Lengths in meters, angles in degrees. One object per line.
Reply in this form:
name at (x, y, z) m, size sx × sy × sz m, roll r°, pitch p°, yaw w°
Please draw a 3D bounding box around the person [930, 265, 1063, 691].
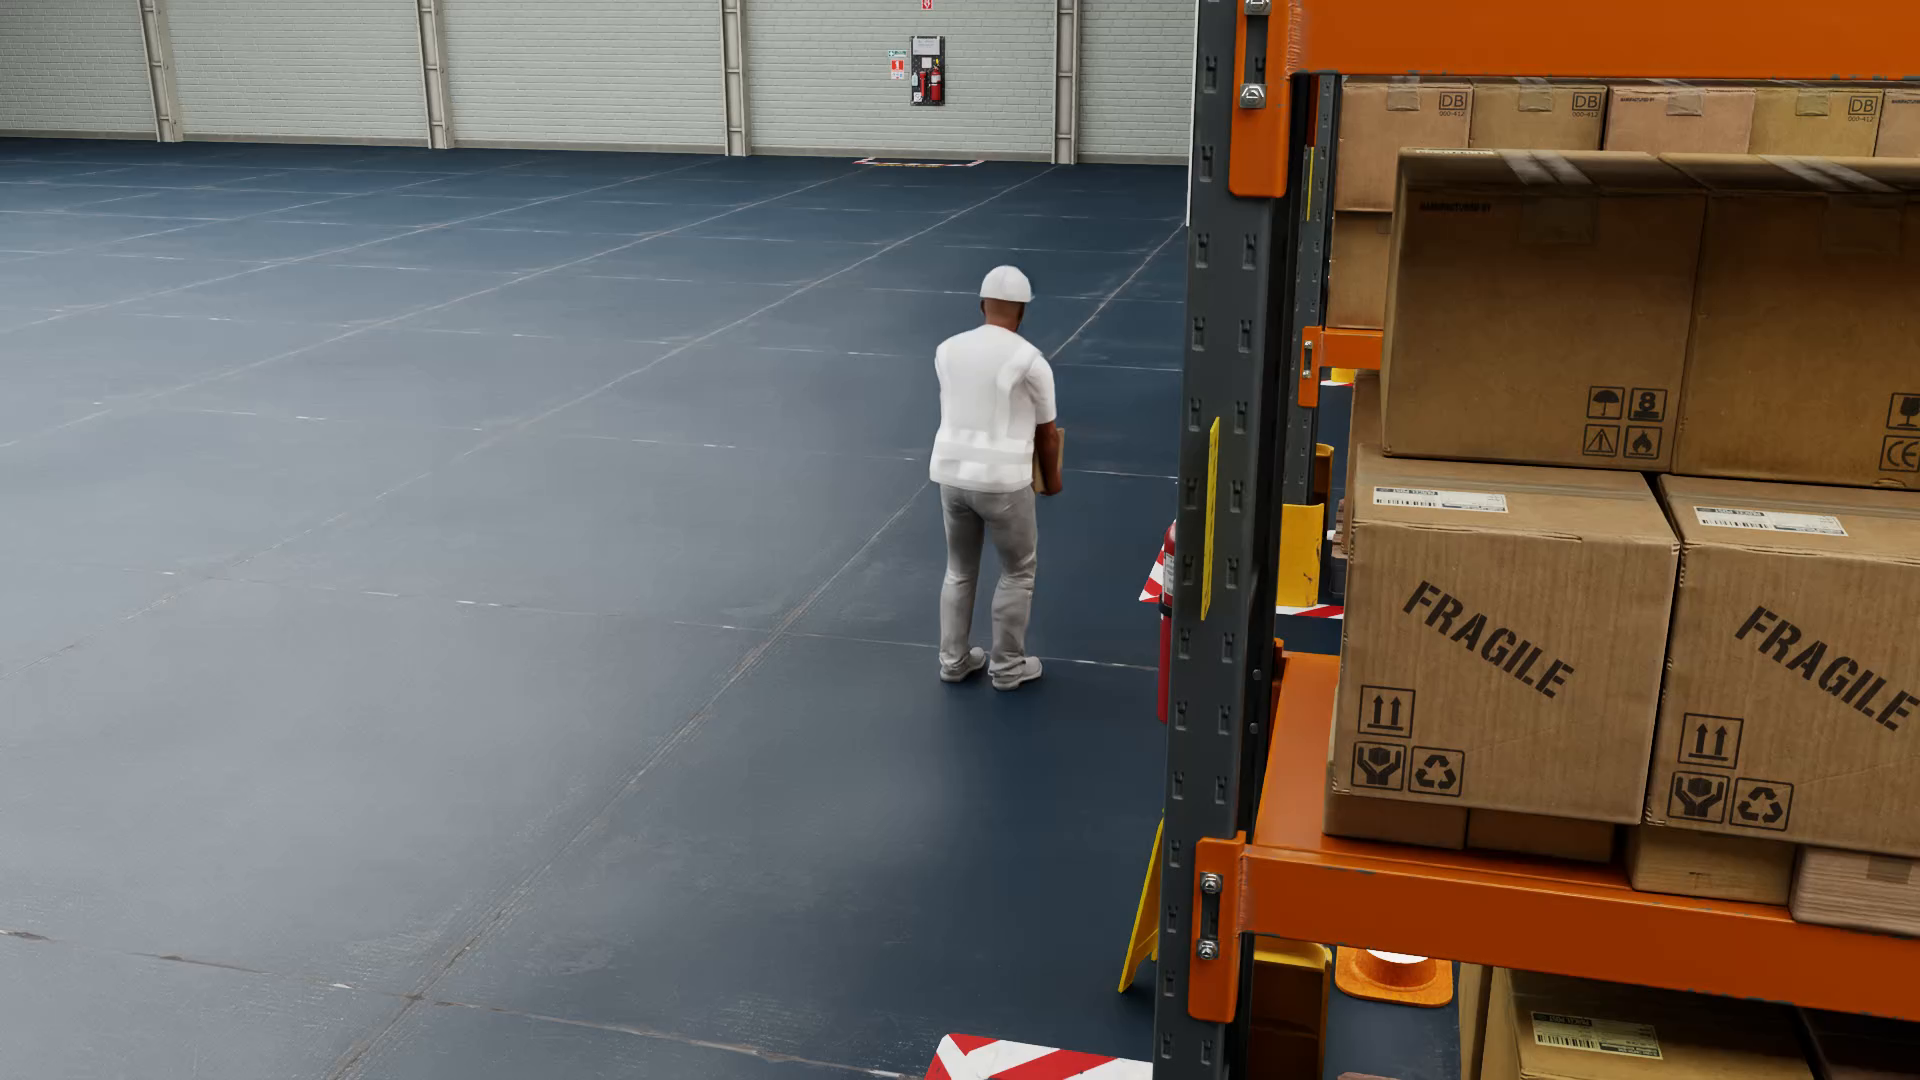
person at (0.152, -0.260, 6.864) m, size 0.501 × 1.733 × 0.609 m, roll 11°, pitch 21°, yaw 30°
